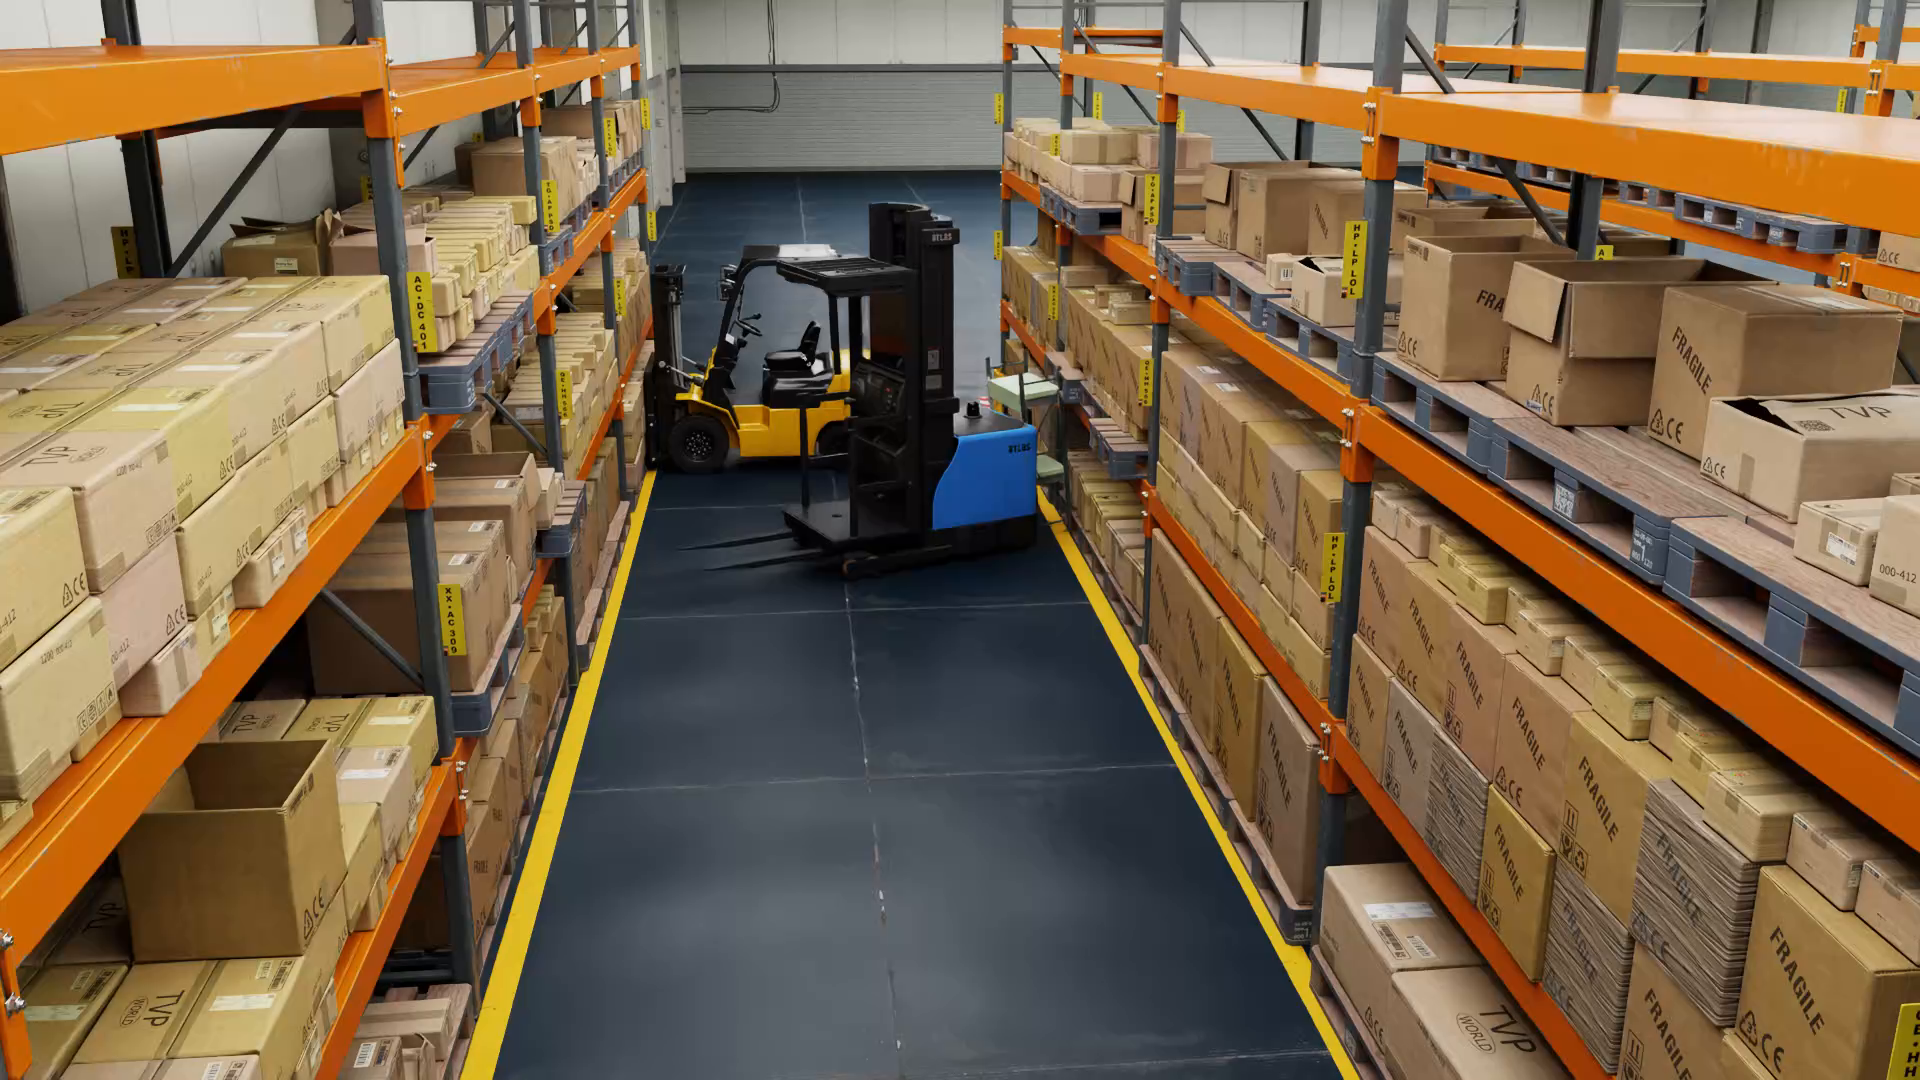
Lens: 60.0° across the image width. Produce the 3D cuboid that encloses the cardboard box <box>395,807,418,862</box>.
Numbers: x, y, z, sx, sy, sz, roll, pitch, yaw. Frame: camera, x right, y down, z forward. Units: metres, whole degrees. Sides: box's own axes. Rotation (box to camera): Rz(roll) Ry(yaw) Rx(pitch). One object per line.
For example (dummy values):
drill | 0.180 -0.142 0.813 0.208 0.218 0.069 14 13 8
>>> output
cardboard box | -2.338 1.135 6.473 0.380 0.149 0.250 -1 17 -4

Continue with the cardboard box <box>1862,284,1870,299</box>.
cardboard box | 10.644 -2.899 19.323 0.380 0.149 0.250 -2 18 -6

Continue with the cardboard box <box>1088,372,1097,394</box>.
cardboard box | 1.240 -1.280 13.466 0.380 0.149 0.250 -1 17 -4

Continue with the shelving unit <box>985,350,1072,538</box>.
shelving unit | 0.613 -0.858 14.805 0.431 1.500 0.755 -12 21 -19

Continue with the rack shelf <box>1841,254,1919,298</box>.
rack shelf | 6.922 -1.247 9.834 1.077 0.370 4.000 -2 18 -6

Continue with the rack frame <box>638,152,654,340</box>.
rack frame | -3.959 -2.801 18.590 1.000 3.000 0.127 -2 18 -6

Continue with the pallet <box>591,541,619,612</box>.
pallet | -3.303 0.304 13.356 1.003 0.211 1.213 -2 18 -6

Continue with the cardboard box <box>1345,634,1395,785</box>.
cardboard box | 2.003 0.720 7.208 0.500 0.500 0.500 -1 17 -4

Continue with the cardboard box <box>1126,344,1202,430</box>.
cardboard box | 1.479 -1.089 11.772 0.500 0.500 0.500 -2 18 -7

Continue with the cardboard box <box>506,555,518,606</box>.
cardboard box | -2.483 0.212 8.516 0.396 0.266 0.258 -1 17 -3

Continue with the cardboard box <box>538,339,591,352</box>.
cardboard box | -3.129 -1.492 13.170 0.380 0.149 0.250 -2 18 -5

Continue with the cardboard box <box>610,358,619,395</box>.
cardboard box | -3.235 -1.395 14.364 0.500 0.250 0.500 -1 17 -4

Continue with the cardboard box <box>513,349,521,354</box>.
cardboard box | -3.613 -1.399 12.876 0.380 0.149 0.250 -2 18 -5

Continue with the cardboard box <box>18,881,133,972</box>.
cardboard box | -2.773 1.310 5.251 0.500 0.250 0.500 -2 18 -6

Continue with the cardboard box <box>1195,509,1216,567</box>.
cardboard box | 1.722 -0.038 10.040 0.500 0.250 0.500 -1 17 -4

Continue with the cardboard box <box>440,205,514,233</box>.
cardboard box | -2.805 -1.856 9.663 0.380 0.149 0.250 -2 18 -7

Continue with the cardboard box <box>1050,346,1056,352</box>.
cardboard box | 1.054 -1.730 15.599 0.380 0.149 0.250 -2 18 -6

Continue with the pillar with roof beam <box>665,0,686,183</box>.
pillar with roof beam | -3.596 -14.499 45.836 9.100 9.000 0.400 -2 18 -6

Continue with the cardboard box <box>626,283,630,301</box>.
cardboard box | -3.378 -2.377 15.991 0.380 0.149 0.250 -2 18 -6

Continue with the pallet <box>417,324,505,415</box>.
pallet | -2.719 -0.763 7.407 1.213 0.211 1.003 -2 18 -6

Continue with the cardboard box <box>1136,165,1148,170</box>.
cardboard box | 1.693 -2.851 13.292 0.500 0.250 0.500 -2 17 -5

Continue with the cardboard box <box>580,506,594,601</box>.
cardboard box | -3.260 0.135 12.504 0.875 0.625 0.625 -1 17 -4

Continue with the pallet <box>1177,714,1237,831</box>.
pallet | 1.932 1.359 9.997 1.003 0.211 1.213 -2 18 -6

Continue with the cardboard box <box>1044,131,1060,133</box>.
cardboard box | 1.017 -3.853 16.022 0.380 0.149 0.250 -2 18 -7

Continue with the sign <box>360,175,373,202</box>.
sign | -3.687 -2.118 10.413 0.100 0.325 0.005 -2 18 -6

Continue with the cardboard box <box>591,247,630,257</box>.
cardboard box | -3.651 -2.974 17.394 0.380 0.149 0.250 -2 18 -5

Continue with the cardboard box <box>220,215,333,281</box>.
cardboard box | -2.821 -1.214 6.890 0.396 0.266 0.258 -2 18 -6

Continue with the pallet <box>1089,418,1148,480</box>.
pallet | 1.623 -0.689 12.185 1.213 0.211 1.003 -2 18 -6

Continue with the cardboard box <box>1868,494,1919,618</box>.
cardboard box | 2.492 0.073 3.812 0.500 0.250 0.500 -3 18 -11

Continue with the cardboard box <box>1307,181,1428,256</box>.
cardboard box | 2.273 -1.735 9.319 0.500 0.500 0.500 -2 18 -5

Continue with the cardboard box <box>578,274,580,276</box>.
cardboard box | -4.107 -2.820 17.401 0.380 0.149 0.250 -2 18 -8

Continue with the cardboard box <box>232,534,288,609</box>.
cardboard box | -2.172 0.093 4.785 0.380 0.149 0.250 -2 18 -6

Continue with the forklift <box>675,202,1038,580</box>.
forklift | -0.868 -1.253 13.775 3.031 2.935 1.130 -9 20 -27

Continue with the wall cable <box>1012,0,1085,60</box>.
wall cable | 2.578 -17.196 48.748 2.305 6.003 0.169 -2 18 -6

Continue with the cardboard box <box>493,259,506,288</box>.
cardboard box | -2.541 -1.343 8.492 0.380 0.149 0.250 -1 17 -4

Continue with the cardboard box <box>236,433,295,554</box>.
cardboard box | -2.273 -0.133 4.839 0.500 0.250 0.500 -2 18 -7

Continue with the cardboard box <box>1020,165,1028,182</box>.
cardboard box | 0.826 -3.773 17.098 0.380 0.149 0.250 -2 17 -5

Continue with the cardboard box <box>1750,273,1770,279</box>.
cardboard box | 6.467 -2.020 14.267 0.700 0.500 0.500 -2 18 -5

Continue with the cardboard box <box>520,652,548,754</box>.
cardboard box | -2.779 1.000 9.957 0.500 0.500 0.500 -1 17 -3

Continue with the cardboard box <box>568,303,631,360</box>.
cardboard box | -3.403 -1.952 15.719 0.500 0.500 0.500 -1 17 -5

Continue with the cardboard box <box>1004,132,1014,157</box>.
cardboard box | 0.764 -4.299 18.108 0.500 0.250 0.500 -2 18 -7

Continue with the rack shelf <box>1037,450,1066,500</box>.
rack shelf | 0.640 -0.552 14.914 0.431 0.370 0.720 -12 21 -19

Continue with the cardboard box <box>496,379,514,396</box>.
cardboard box | -3.560 -1.011 12.306 0.500 0.250 0.500 -2 18 -6

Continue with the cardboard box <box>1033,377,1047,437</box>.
cardboard box | 1.008 -1.329 16.541 0.500 0.500 0.500 -1 17 -5

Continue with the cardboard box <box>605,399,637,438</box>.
cardboard box | -3.285 -1.128 15.484 0.500 0.250 0.500 -2 18 -6

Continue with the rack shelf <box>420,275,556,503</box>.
rack shelf | -2.928 -0.909 8.759 1.077 0.370 4.000 -2 18 -6

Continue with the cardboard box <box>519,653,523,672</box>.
cardboard box | -2.781 0.719 9.767 0.380 0.149 0.250 -2 18 -6

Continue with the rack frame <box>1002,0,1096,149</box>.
rack frame | 0.977 -5.817 18.184 1.000 3.000 0.127 -2 18 -6

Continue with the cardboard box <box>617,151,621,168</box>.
cardboard box | -3.370 -3.540 15.490 0.380 0.149 0.250 -1 17 -4

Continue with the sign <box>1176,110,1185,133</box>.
sign | 1.942 -3.647 14.759 0.100 0.325 0.005 -2 18 -6

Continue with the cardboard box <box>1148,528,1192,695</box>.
cardboard box | 1.791 0.450 11.082 0.875 0.875 0.875 -2 18 -6

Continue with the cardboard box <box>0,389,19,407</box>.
cardboard box | -2.749 -0.206 4.236 0.500 0.250 0.500 -2 18 -5

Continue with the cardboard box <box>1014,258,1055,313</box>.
cardboard box | 0.861 -2.689 17.571 0.500 0.500 0.500 -2 18 -7

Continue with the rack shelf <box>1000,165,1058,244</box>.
rack shelf | 1.184 -3.447 16.843 1.077 0.370 4.000 -2 18 -6

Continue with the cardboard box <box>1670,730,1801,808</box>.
cardboard box | 2.246 0.651 4.676 0.380 0.149 0.250 -1 17 -4

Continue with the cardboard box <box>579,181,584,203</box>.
cardboard box | -3.052 -2.620 12.559 0.380 0.149 0.250 -2 18 -6

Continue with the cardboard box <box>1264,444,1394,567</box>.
cardboard box | 1.859 -0.184 8.419 0.500 0.500 0.500 -1 17 -5
